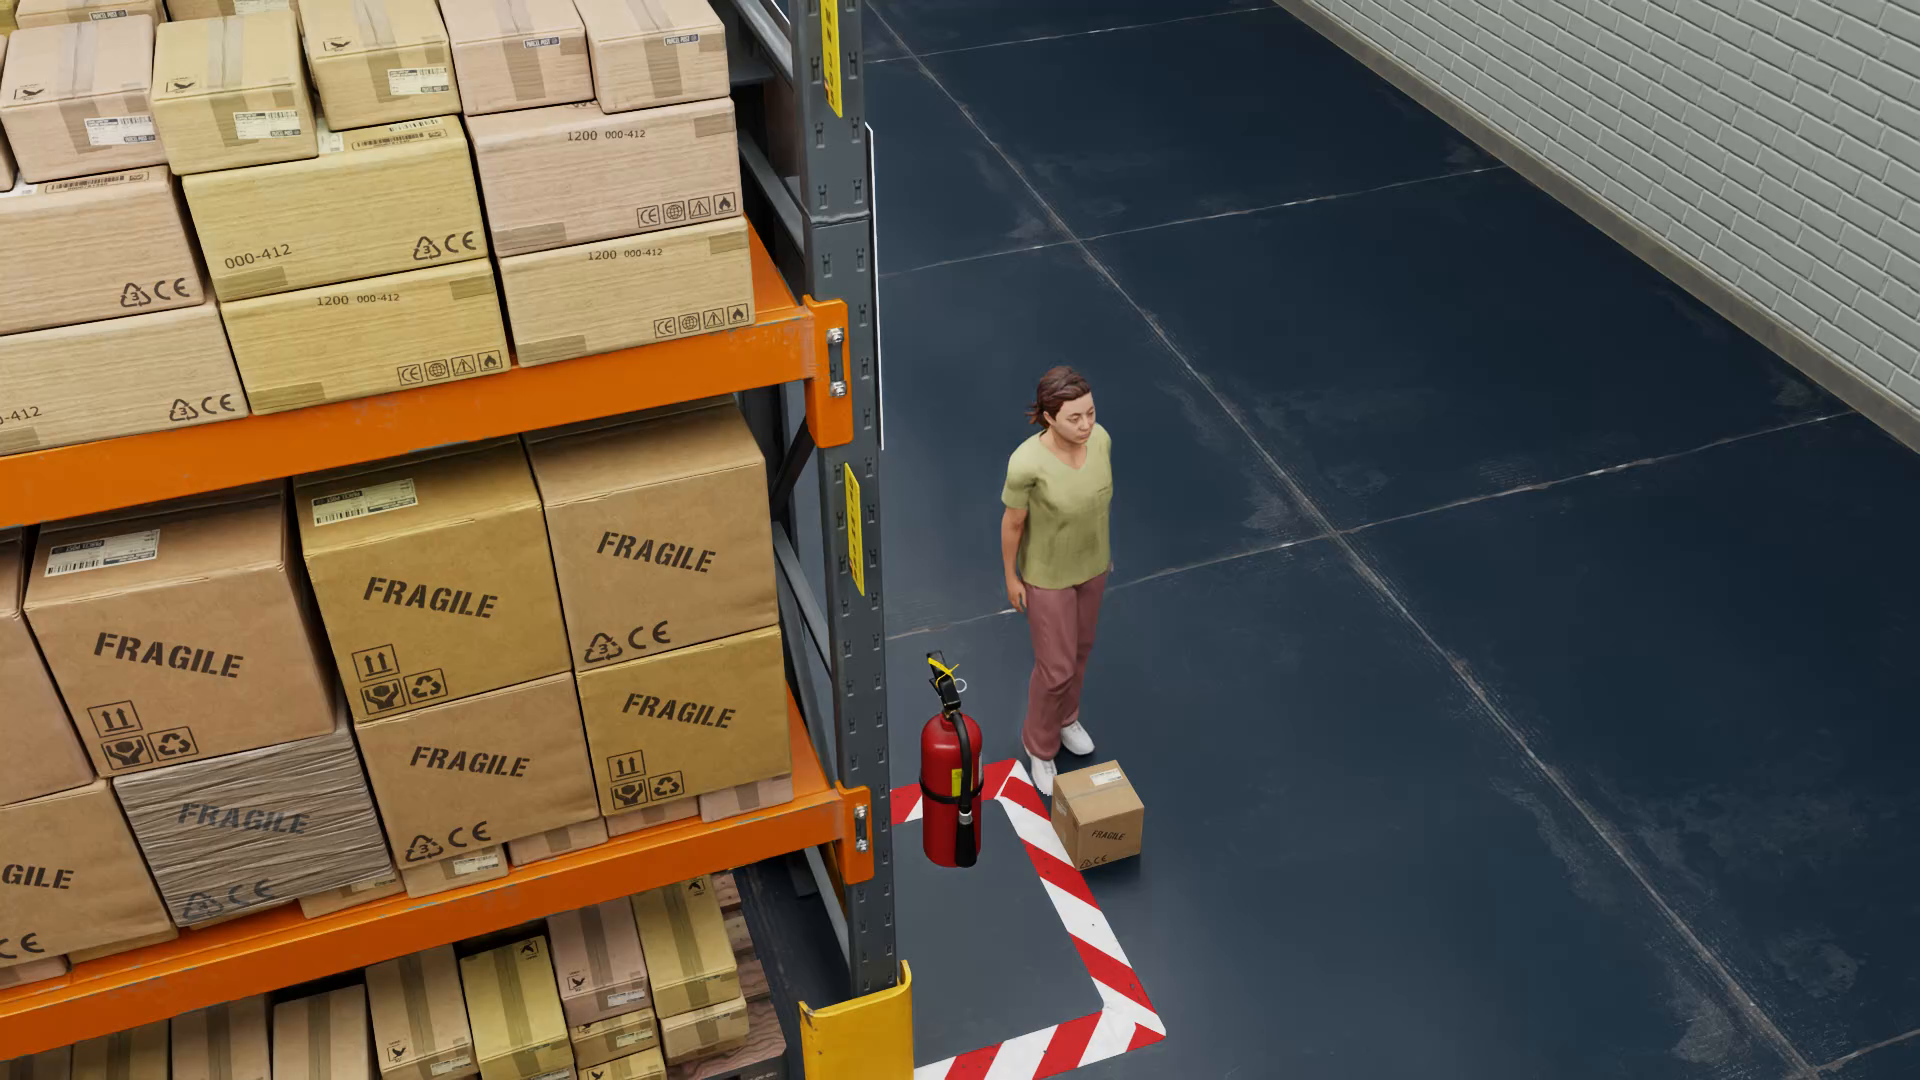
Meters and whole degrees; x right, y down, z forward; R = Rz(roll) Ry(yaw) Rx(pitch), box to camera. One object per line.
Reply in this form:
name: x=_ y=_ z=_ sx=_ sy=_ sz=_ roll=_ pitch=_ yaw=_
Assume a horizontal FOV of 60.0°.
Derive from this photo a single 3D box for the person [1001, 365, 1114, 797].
person: x=0.401 y=0.135 z=5.992 sx=0.455 sy=1.699 sz=0.447 roll=-23 pitch=44 yaw=-27
